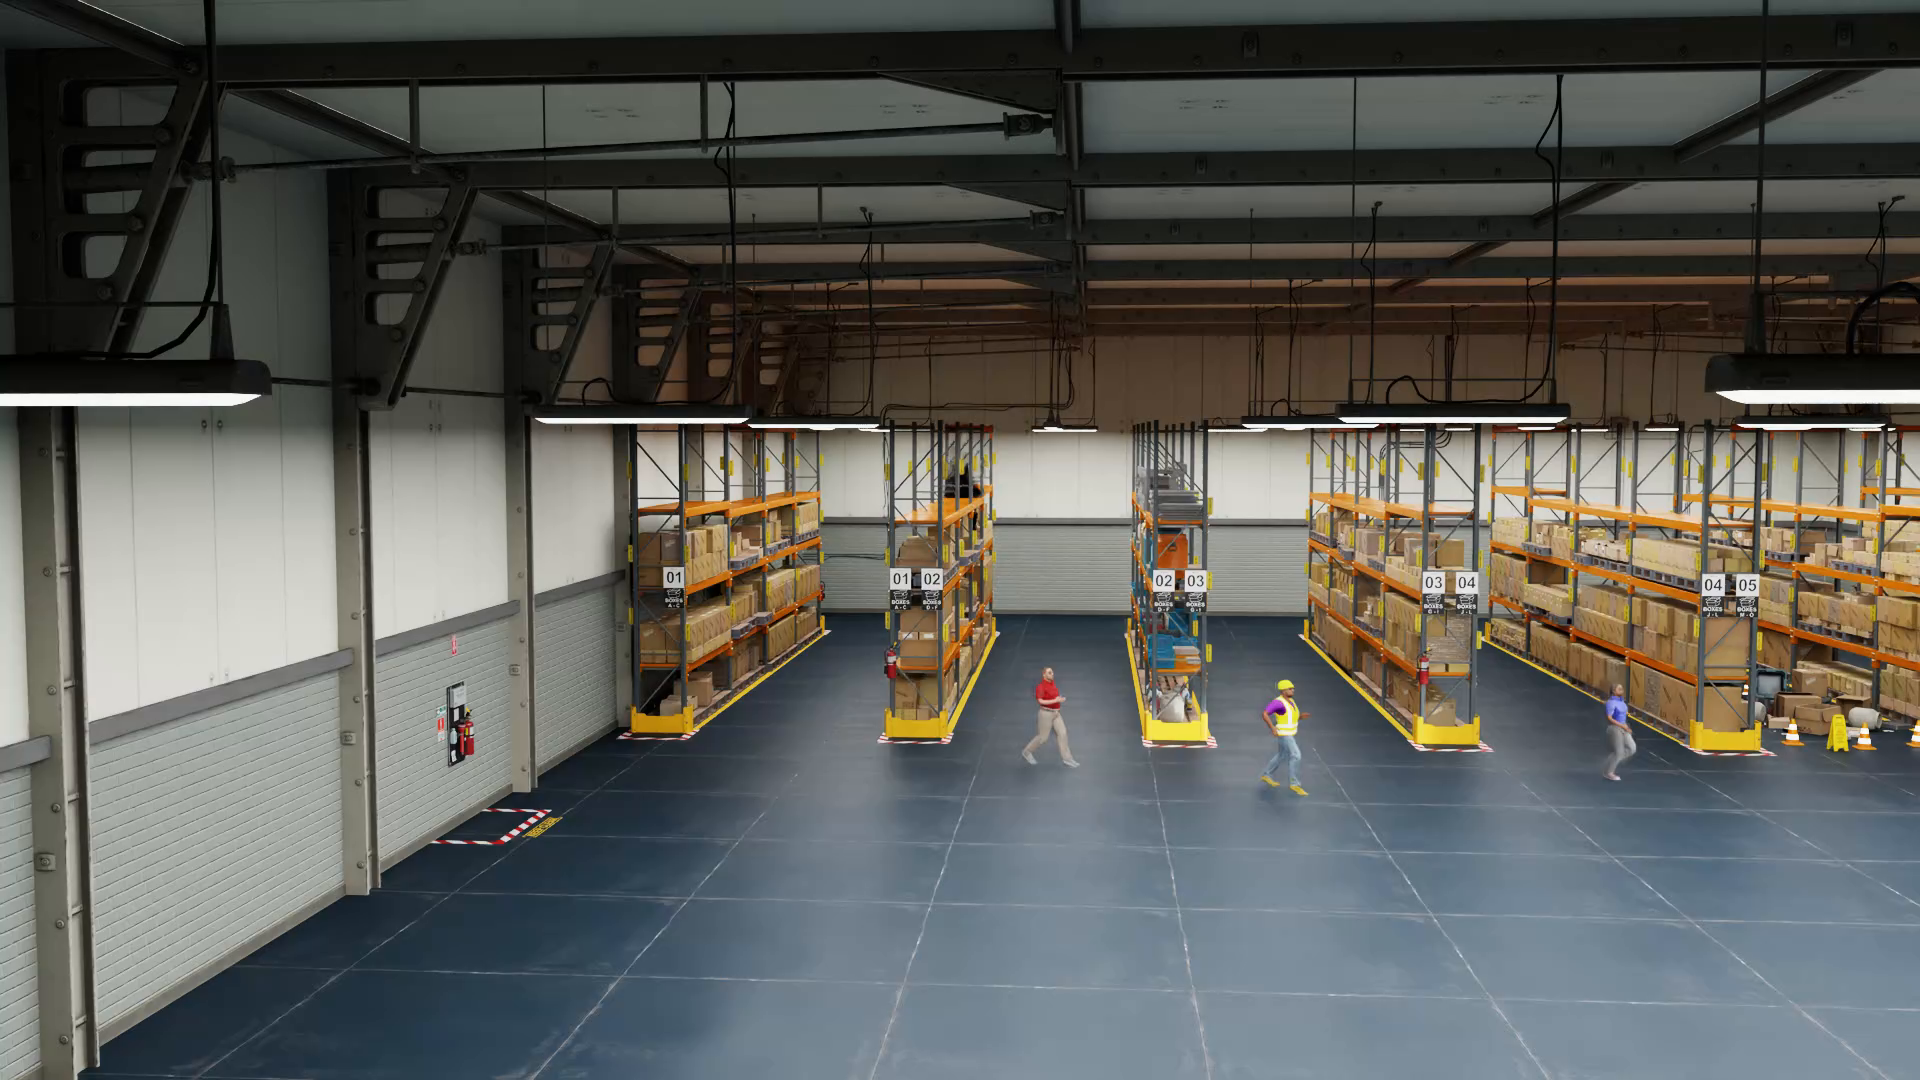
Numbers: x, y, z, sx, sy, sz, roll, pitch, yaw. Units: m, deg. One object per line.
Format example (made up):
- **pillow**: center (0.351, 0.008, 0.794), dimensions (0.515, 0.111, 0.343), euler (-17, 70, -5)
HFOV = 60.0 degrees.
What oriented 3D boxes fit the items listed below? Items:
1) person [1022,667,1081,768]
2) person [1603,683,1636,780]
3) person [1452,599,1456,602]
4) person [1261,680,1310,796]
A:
- **person**: center (1.571, 3.034, 28.624), dimensions (1.042, 1.708, 0.669), euler (3, 4, 35)
- **person**: center (10.940, 3.173, 27.589), dimensions (0.500, 1.617, 0.588), euler (3, 5, 44)
- **person**: center (13.381, 1.969, 46.204), dimensions (0.659, 1.609, 0.915), euler (3, 5, 42)
- **person**: center (5.199, 3.071, 26.608), dimensions (0.786, 1.674, 0.677), euler (2, 4, 27)
